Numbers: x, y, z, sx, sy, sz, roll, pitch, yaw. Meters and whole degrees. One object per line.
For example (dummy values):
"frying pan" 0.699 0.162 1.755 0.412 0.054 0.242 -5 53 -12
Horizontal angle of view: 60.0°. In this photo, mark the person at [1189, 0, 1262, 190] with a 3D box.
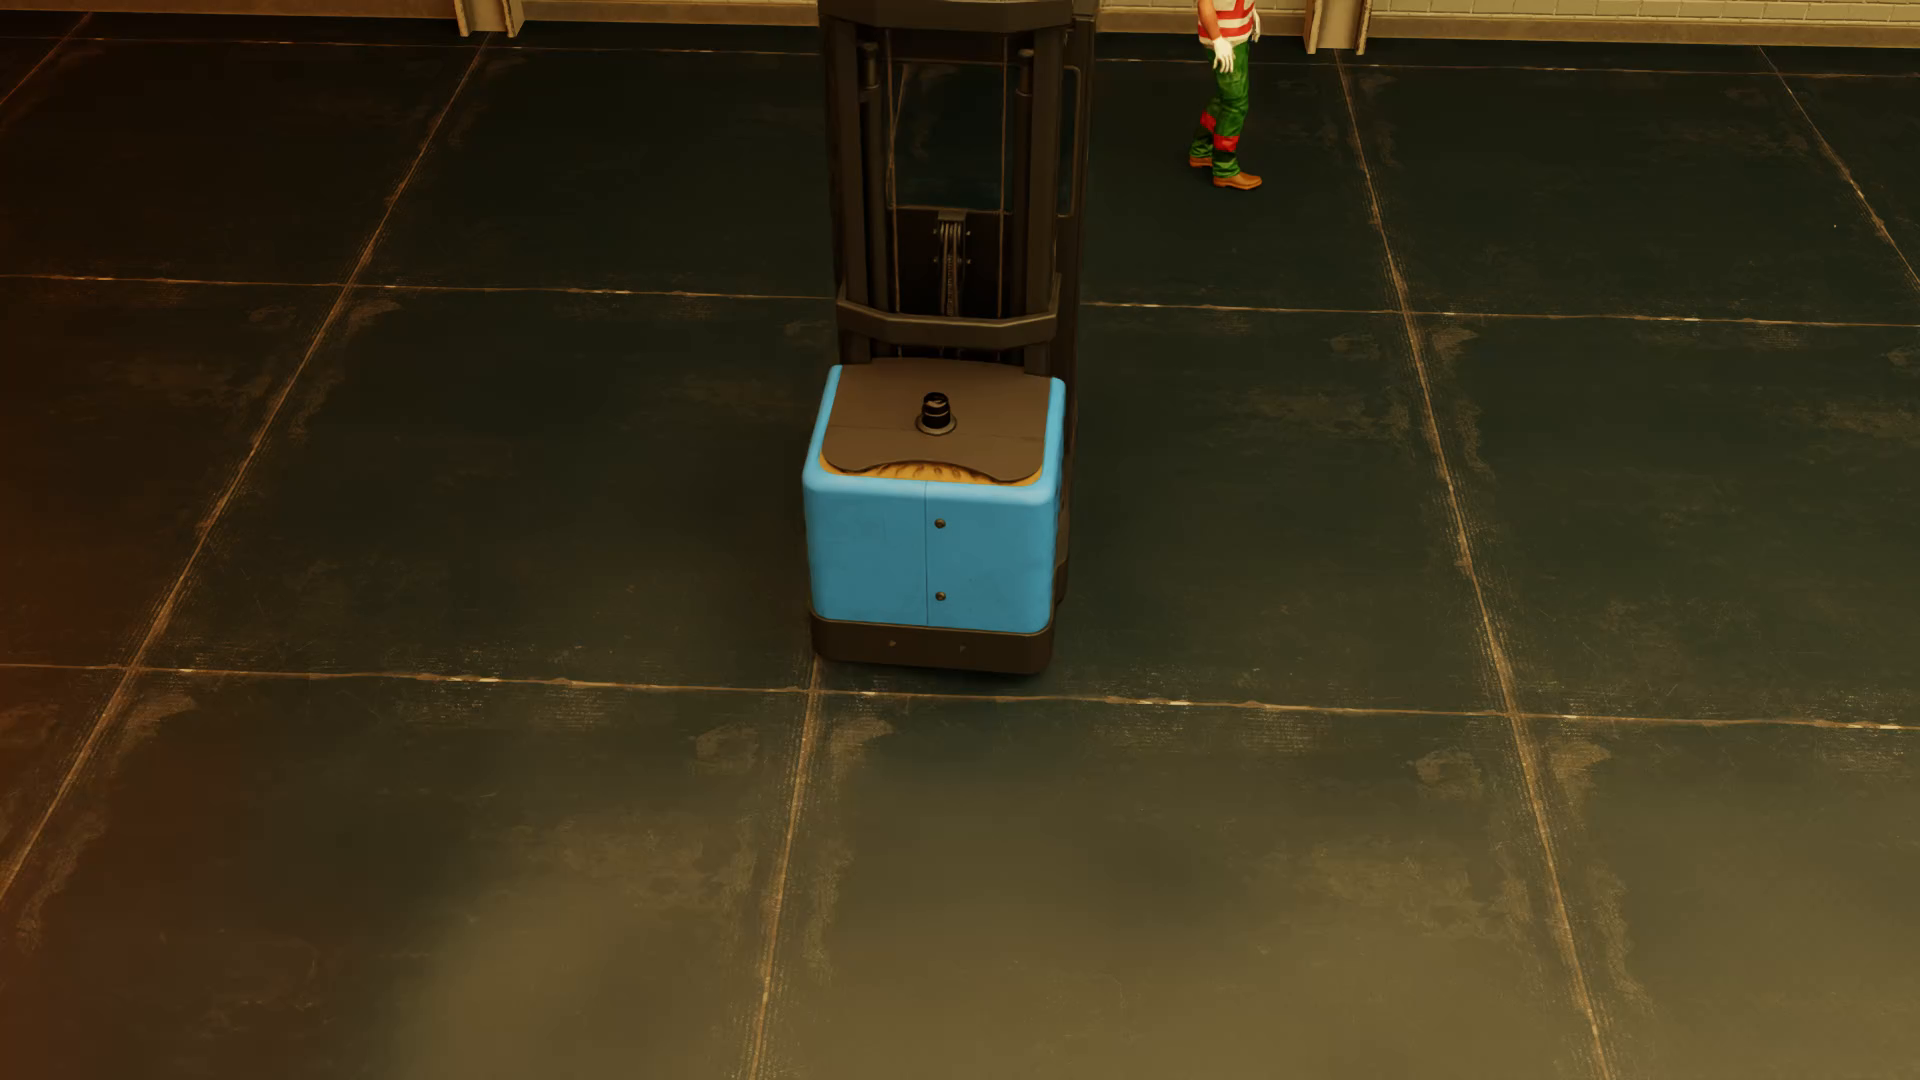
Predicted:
"person" 1.662 -2.974 9.864 0.504 1.768 0.761 10 43 11

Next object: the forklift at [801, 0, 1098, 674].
"forklift" 0.014 -1.493 7.378 1.130 2.935 3.031 4 43 4
